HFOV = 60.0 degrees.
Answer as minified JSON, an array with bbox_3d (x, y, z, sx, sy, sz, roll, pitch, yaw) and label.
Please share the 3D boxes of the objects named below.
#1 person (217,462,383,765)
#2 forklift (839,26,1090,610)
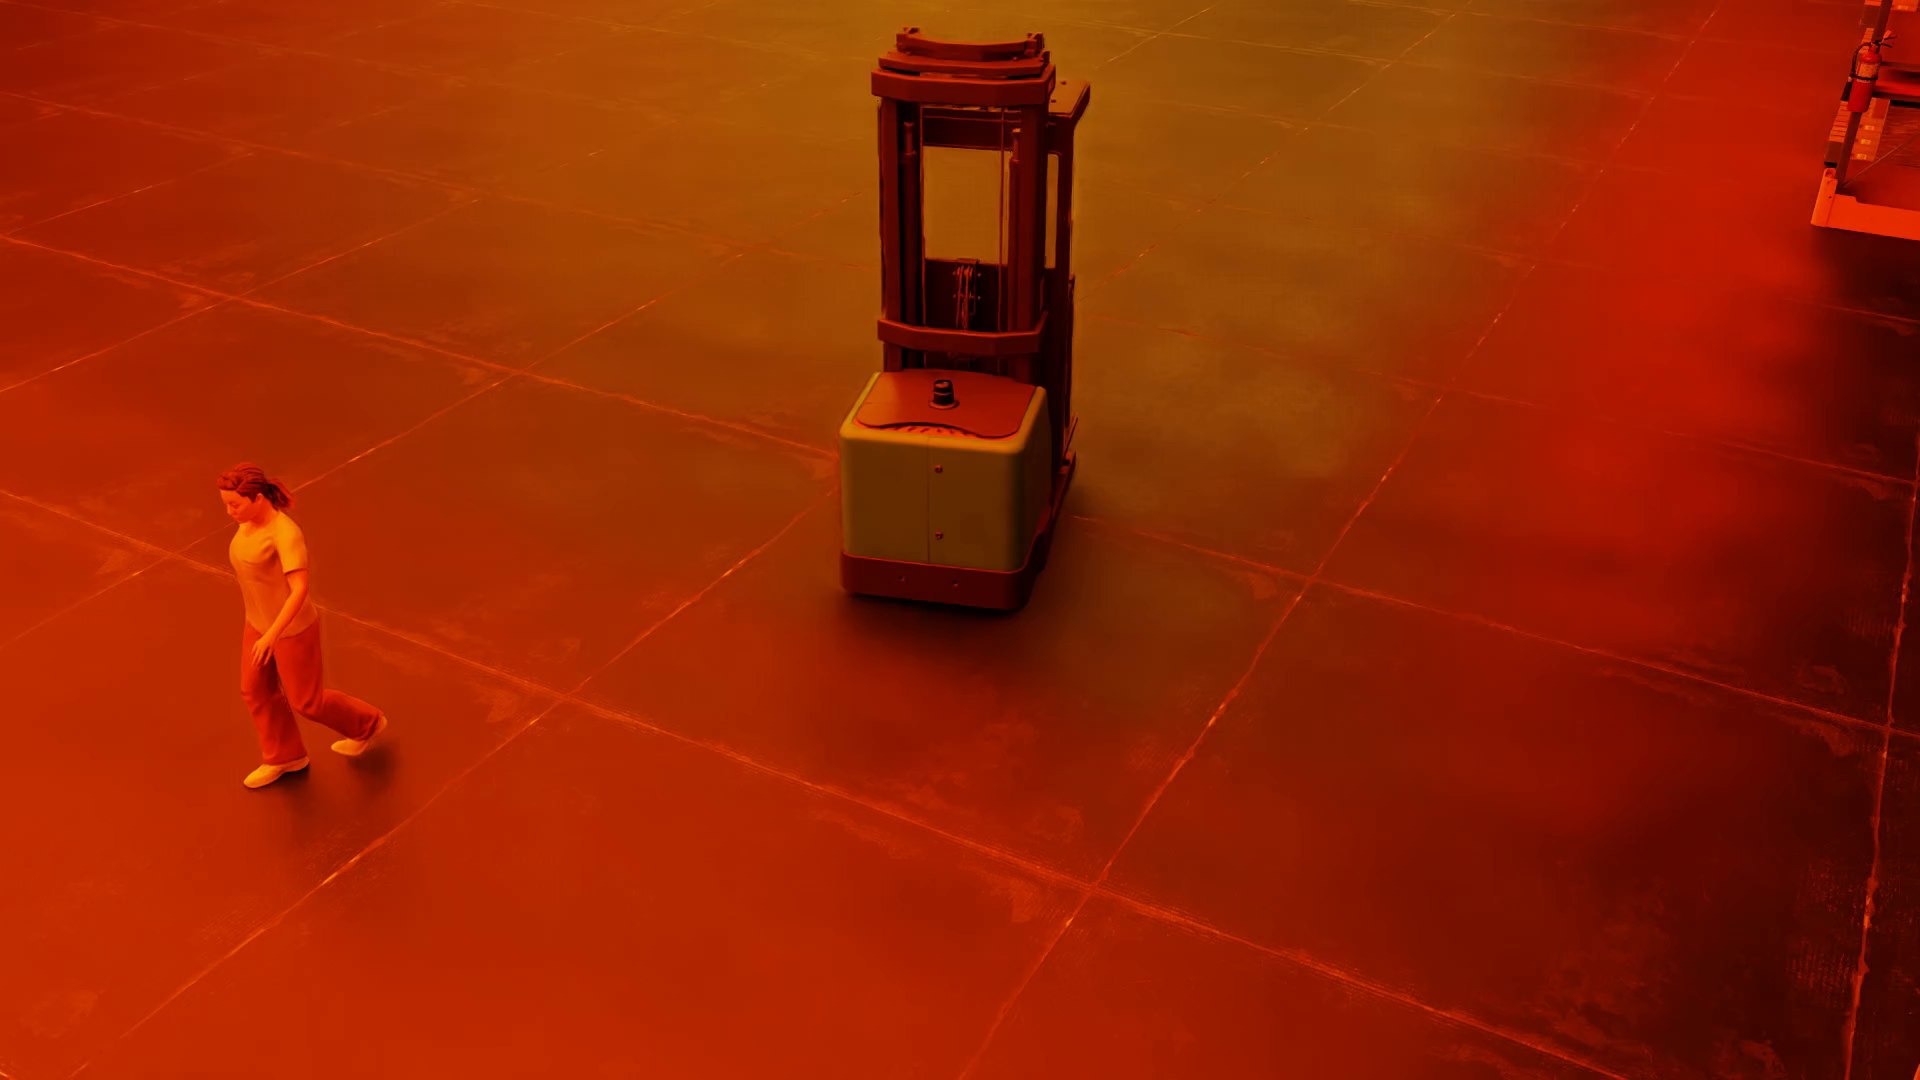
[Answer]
[{"bbox_3d":[-3.144,0.351,7.674,0.807,1.585,0.651,23,37,34],"label":"person"},{"bbox_3d":[0.135,-1.604,9.850,1.130,2.935,3.031,6,31,10],"label":"forklift"}]
